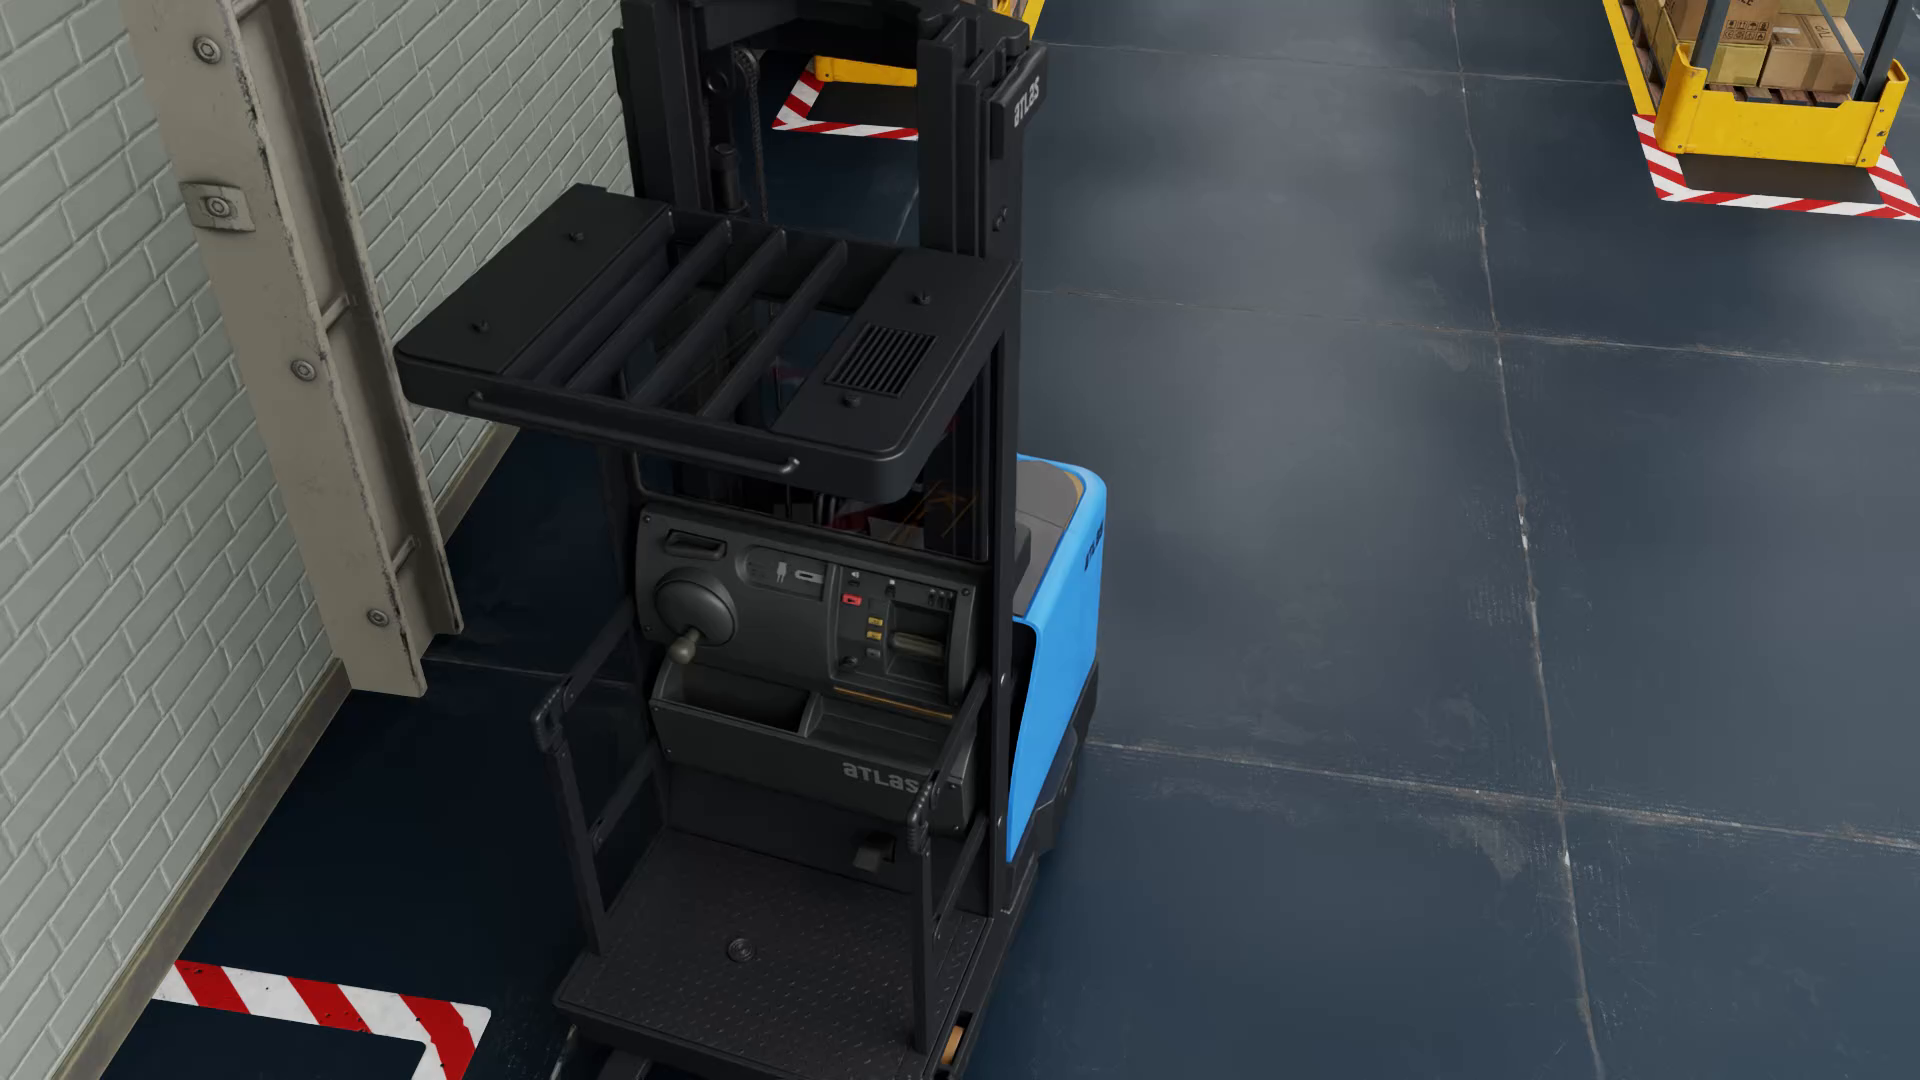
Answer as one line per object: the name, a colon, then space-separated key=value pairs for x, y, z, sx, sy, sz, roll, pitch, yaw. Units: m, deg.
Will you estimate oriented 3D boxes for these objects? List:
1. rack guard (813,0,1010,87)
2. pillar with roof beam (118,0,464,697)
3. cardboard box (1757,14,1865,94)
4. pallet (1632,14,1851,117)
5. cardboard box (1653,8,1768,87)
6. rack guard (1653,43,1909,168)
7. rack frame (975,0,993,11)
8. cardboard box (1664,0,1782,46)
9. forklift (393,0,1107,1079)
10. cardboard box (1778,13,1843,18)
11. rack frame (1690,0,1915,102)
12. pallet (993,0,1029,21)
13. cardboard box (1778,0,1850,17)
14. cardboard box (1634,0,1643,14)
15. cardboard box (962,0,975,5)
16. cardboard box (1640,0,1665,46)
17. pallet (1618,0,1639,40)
rack guard: x=-0.296 y=-3.039 z=10.033 sx=1.175 sy=0.500 sz=0.348 roll=6 pitch=40 yaw=8
pillar with roof beam: x=2.162 y=-2.561 z=2.786 sx=9.100 sy=9.000 sz=0.400 roll=6 pitch=40 yaw=8
cardboard box: x=4.883 y=-2.825 z=9.641 sx=0.500 sy=0.250 sz=0.500 roll=6 pitch=40 yaw=8
pallet: x=4.662 y=-2.821 z=9.996 sx=1.003 sy=0.211 sz=1.213 roll=6 pitch=40 yaw=8
cardboard box: x=4.373 y=-2.882 z=9.710 sx=0.500 sy=0.250 sz=0.500 roll=6 pitch=40 yaw=8
rack guard: x=4.567 y=-2.432 z=9.300 sx=1.175 sy=0.500 sz=0.348 roll=6 pitch=40 yaw=8
rack frame: x=-0.309 y=-3.955 z=9.179 sx=1.000 sy=3.000 sz=0.127 roll=6 pitch=40 yaw=8
cardboard box: x=4.371 y=-3.171 z=9.472 sx=0.500 sy=0.500 sz=0.500 roll=6 pitch=40 yaw=8
forklift: x=-0.477 y=0.261 z=4.134 sx=1.130 sy=2.935 sz=3.031 roll=12 pitch=41 yaw=15
cardboard box: x=4.966 y=-3.139 z=10.021 sx=0.500 sy=0.250 sz=0.500 roll=6 pitch=40 yaw=8
rack frame: x=4.571 y=-3.411 z=8.521 sx=1.000 sy=3.000 sz=0.127 roll=6 pitch=40 yaw=8
pallet: x=-0.120 y=-3.434 z=10.737 sx=1.003 sy=0.211 sz=1.213 roll=6 pitch=40 yaw=8
cardboard box: x=4.967 y=-3.428 z=9.782 sx=0.500 sy=0.500 sz=0.500 roll=6 pitch=40 yaw=8
cardboard box: x=4.532 y=-3.511 z=10.471 sx=0.500 sy=0.250 sz=0.500 roll=6 pitch=40 yaw=8
cardboard box: x=-0.100 y=-3.512 z=10.409 sx=0.500 sy=0.311 sz=0.500 roll=2 pitch=40 yaw=3
cardboard box: x=4.447 y=-3.197 z=10.091 sx=0.500 sy=0.250 sz=0.500 roll=6 pitch=40 yaw=8
pallet: x=4.875 y=-3.584 z=10.919 sx=1.003 sy=0.211 sz=1.213 roll=6 pitch=40 yaw=8
